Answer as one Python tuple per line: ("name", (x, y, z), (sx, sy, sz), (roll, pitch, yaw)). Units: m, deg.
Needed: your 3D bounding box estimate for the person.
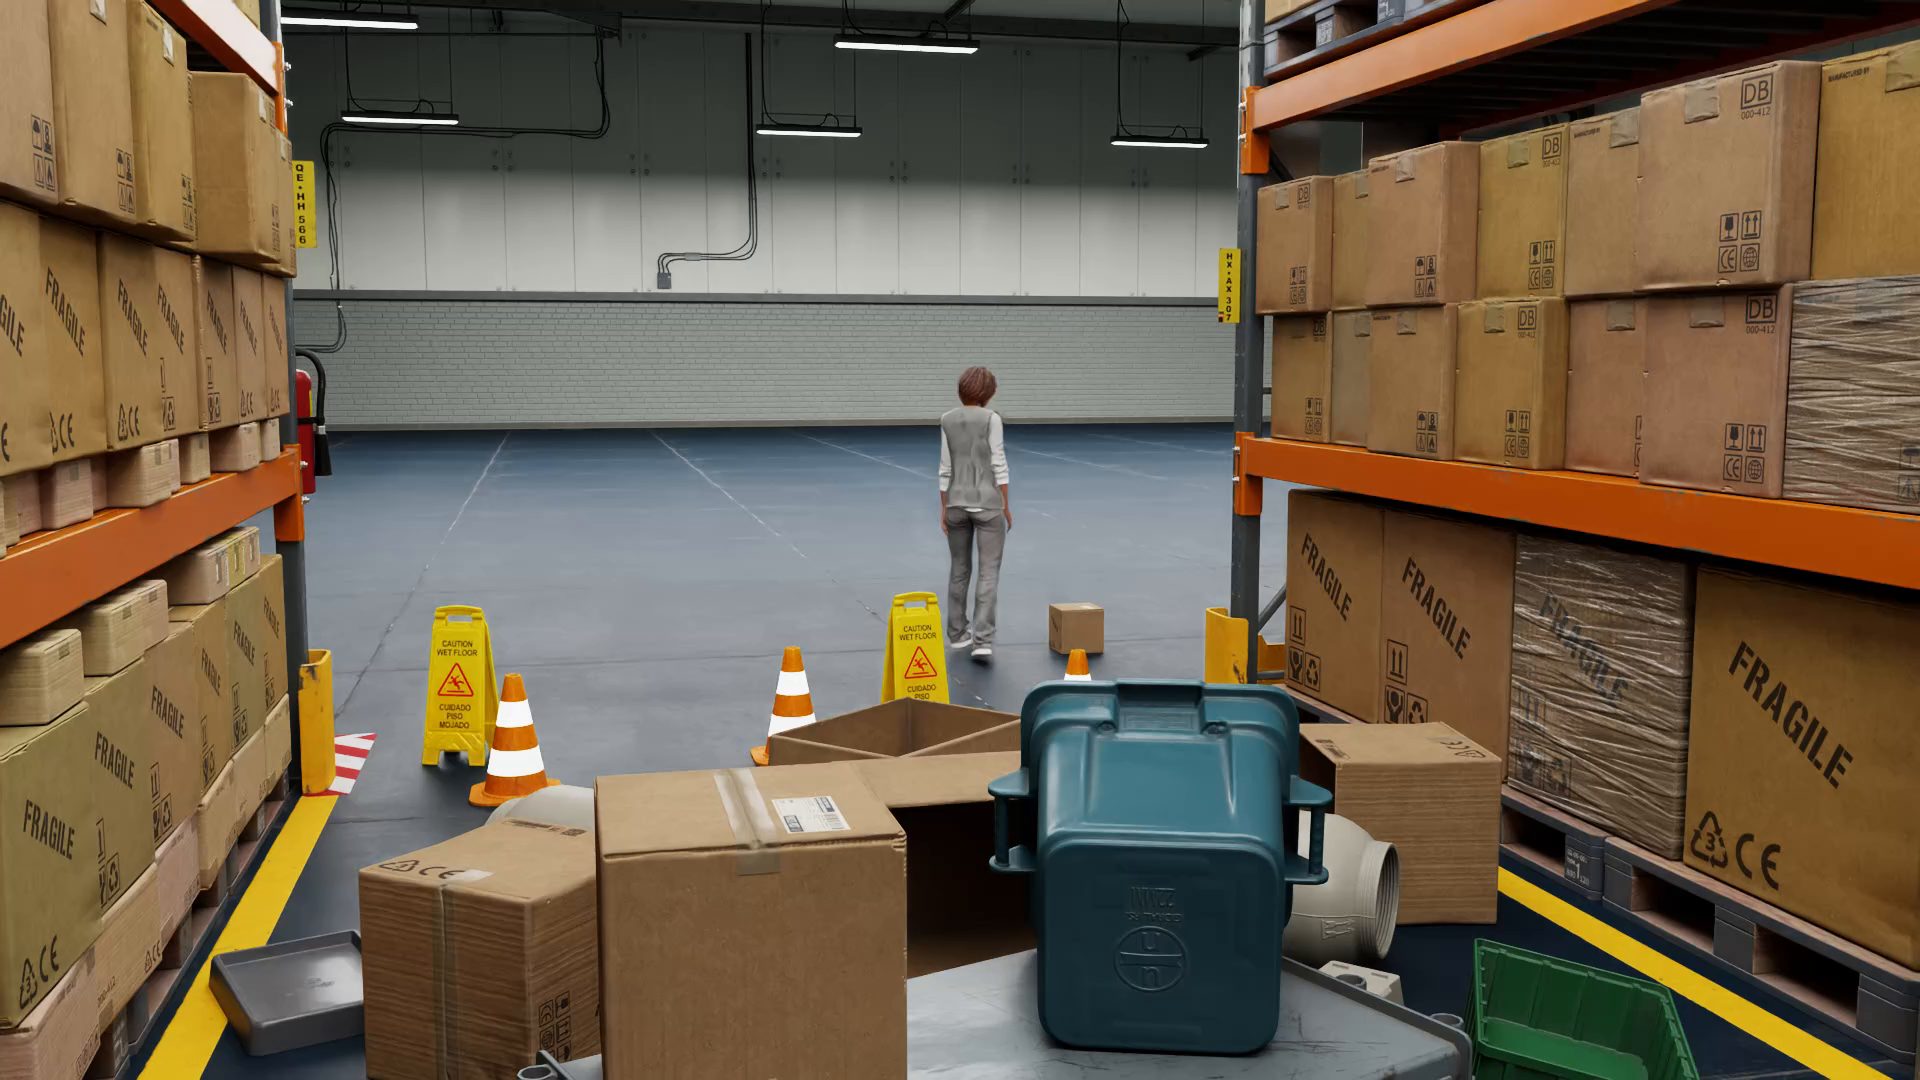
("person", (0.096, -0.146, 9.191), (0.411, 1.562, 0.547), (3, 7, 26))
